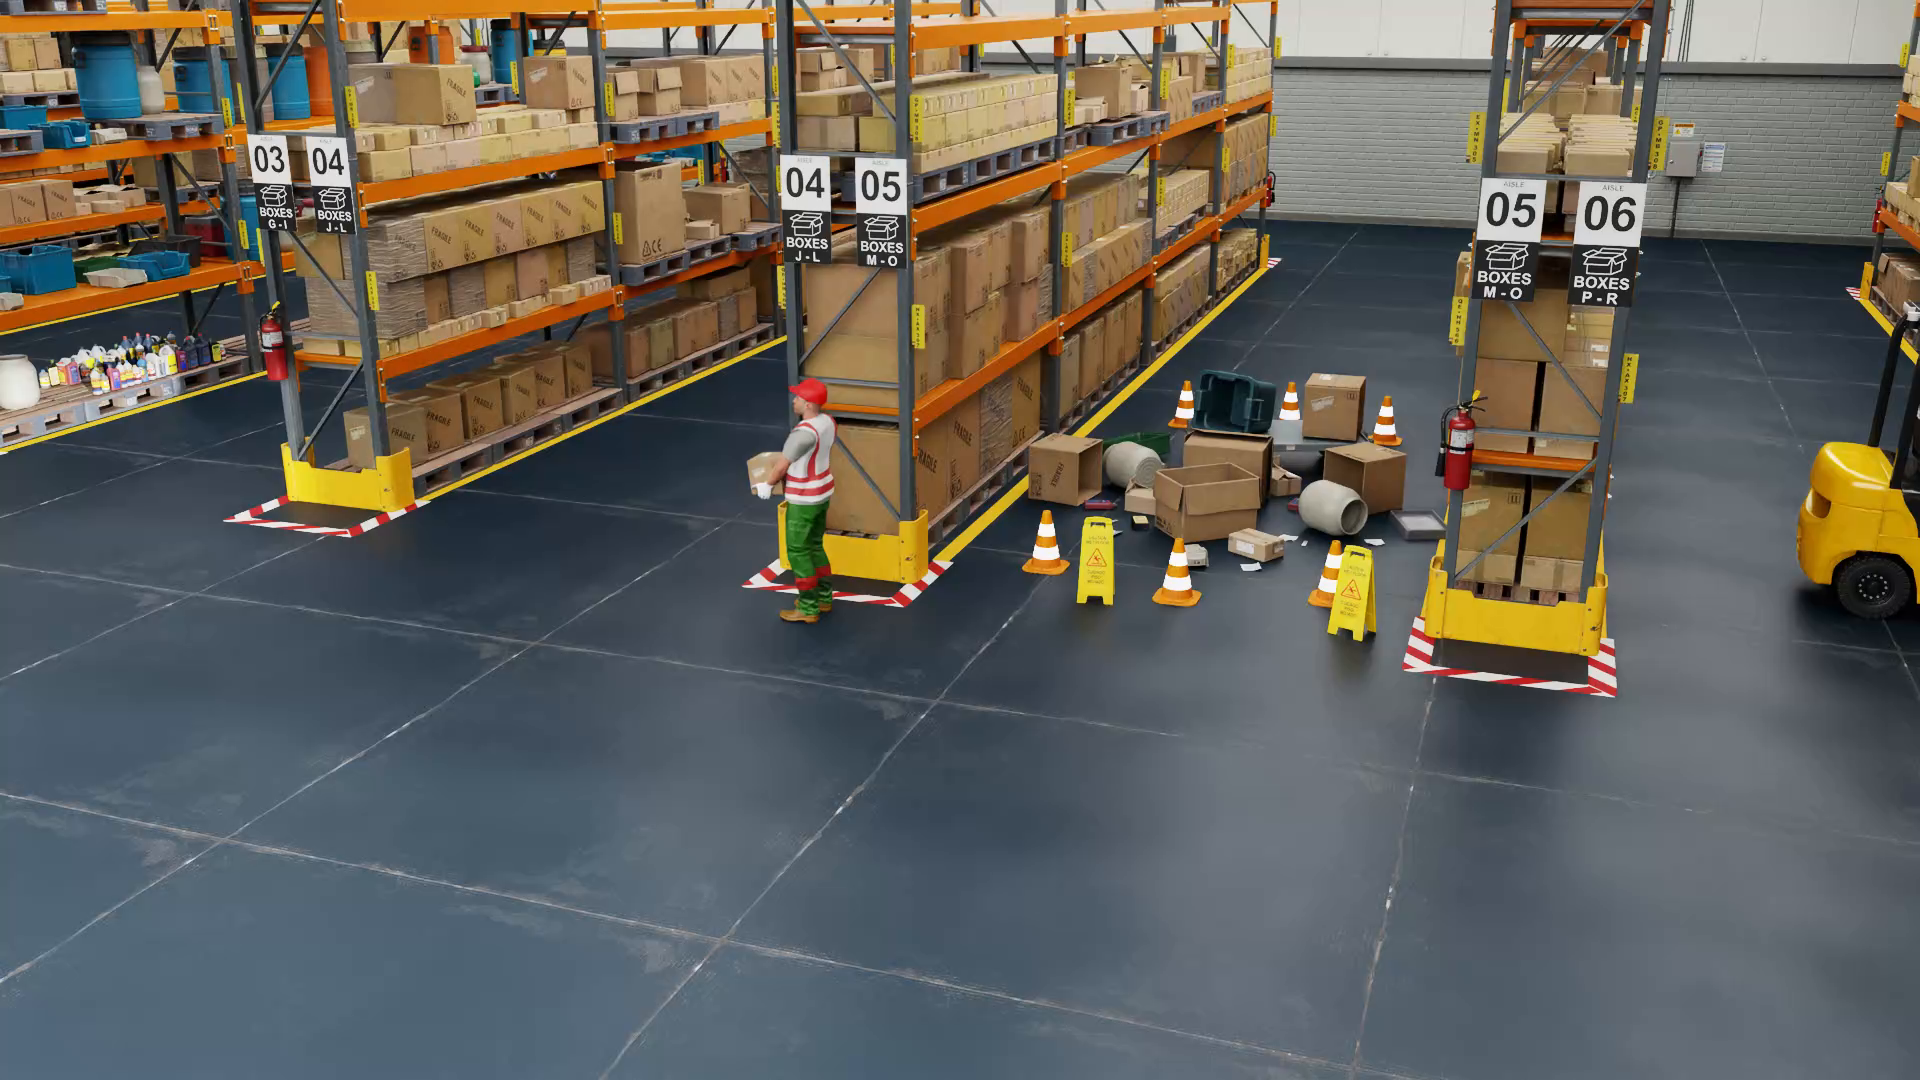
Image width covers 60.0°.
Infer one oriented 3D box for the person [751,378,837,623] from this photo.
[{"bbox_3d":[-1.189,-0.301,11.932,0.568,1.783,0.494,7,20,19],"label":"person"}]
